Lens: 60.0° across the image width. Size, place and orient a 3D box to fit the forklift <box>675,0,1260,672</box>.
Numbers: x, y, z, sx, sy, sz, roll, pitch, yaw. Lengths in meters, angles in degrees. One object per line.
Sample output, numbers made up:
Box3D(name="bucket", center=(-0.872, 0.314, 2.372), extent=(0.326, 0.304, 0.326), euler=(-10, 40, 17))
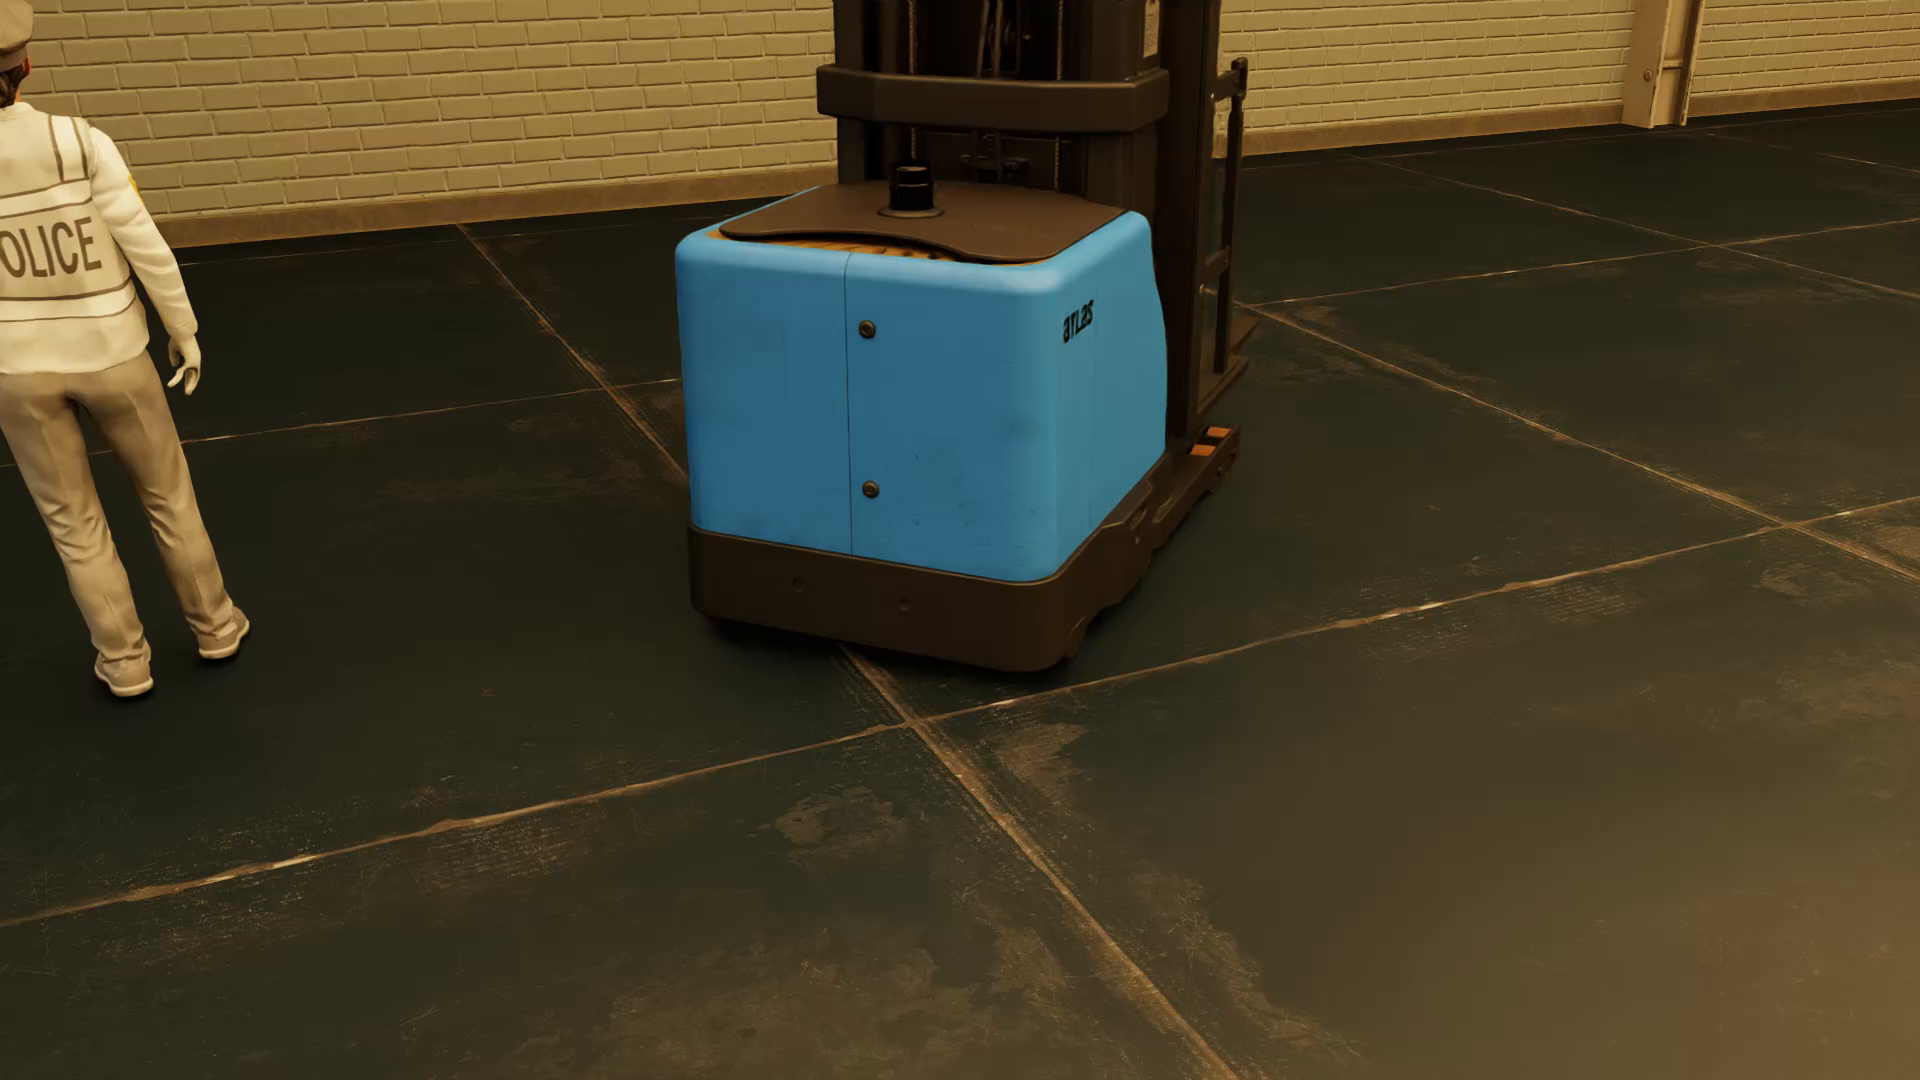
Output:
Box3D(name="forklift", center=(0.307, -1.558, 5.037), extent=(1.130, 2.935, 3.031), euler=(9, 24, 21))

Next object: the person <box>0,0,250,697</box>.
Box3D(name="person", center=(-2.108, -0.432, 3.923), extent=(0.583, 1.696, 0.530), euler=(-10, 25, -24))
